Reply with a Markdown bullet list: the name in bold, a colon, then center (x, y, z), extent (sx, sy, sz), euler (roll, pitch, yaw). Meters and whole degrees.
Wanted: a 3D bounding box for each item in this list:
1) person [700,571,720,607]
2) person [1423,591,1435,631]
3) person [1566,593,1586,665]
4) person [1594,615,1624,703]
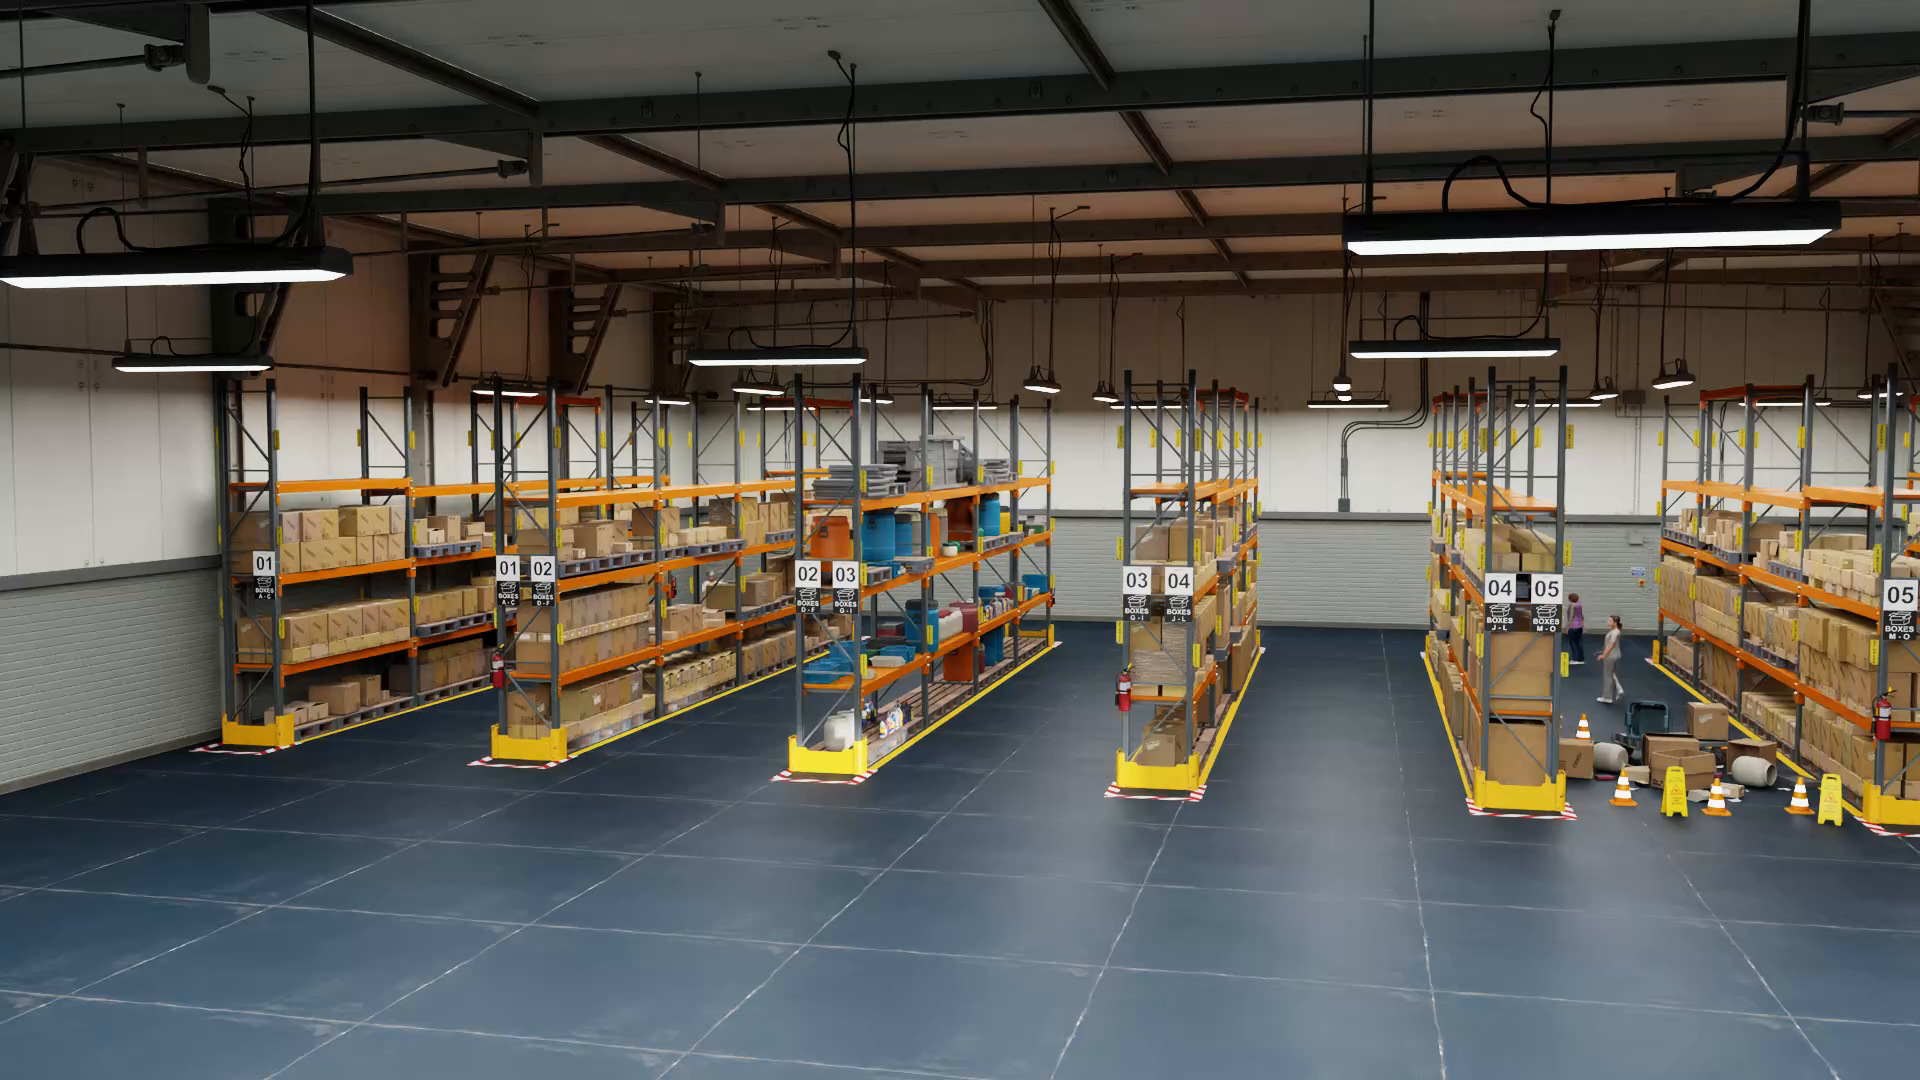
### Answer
- **person**: center (-6.266, 1.630, 41.737), extent (0.527, 1.731, 1.021), euler (1, 4, 19)
- **person**: center (11.478, 1.778, 40.272), extent (0.487, 1.623, 0.438), euler (-2, 4, -32)
- **person**: center (13.751, 2.002, 37.136), extent (0.572, 1.565, 0.382), euler (-2, 4, -36)
- **person**: center (12.356, 2.255, 31.712), extent (0.524, 1.673, 0.552), euler (-3, 4, -40)
